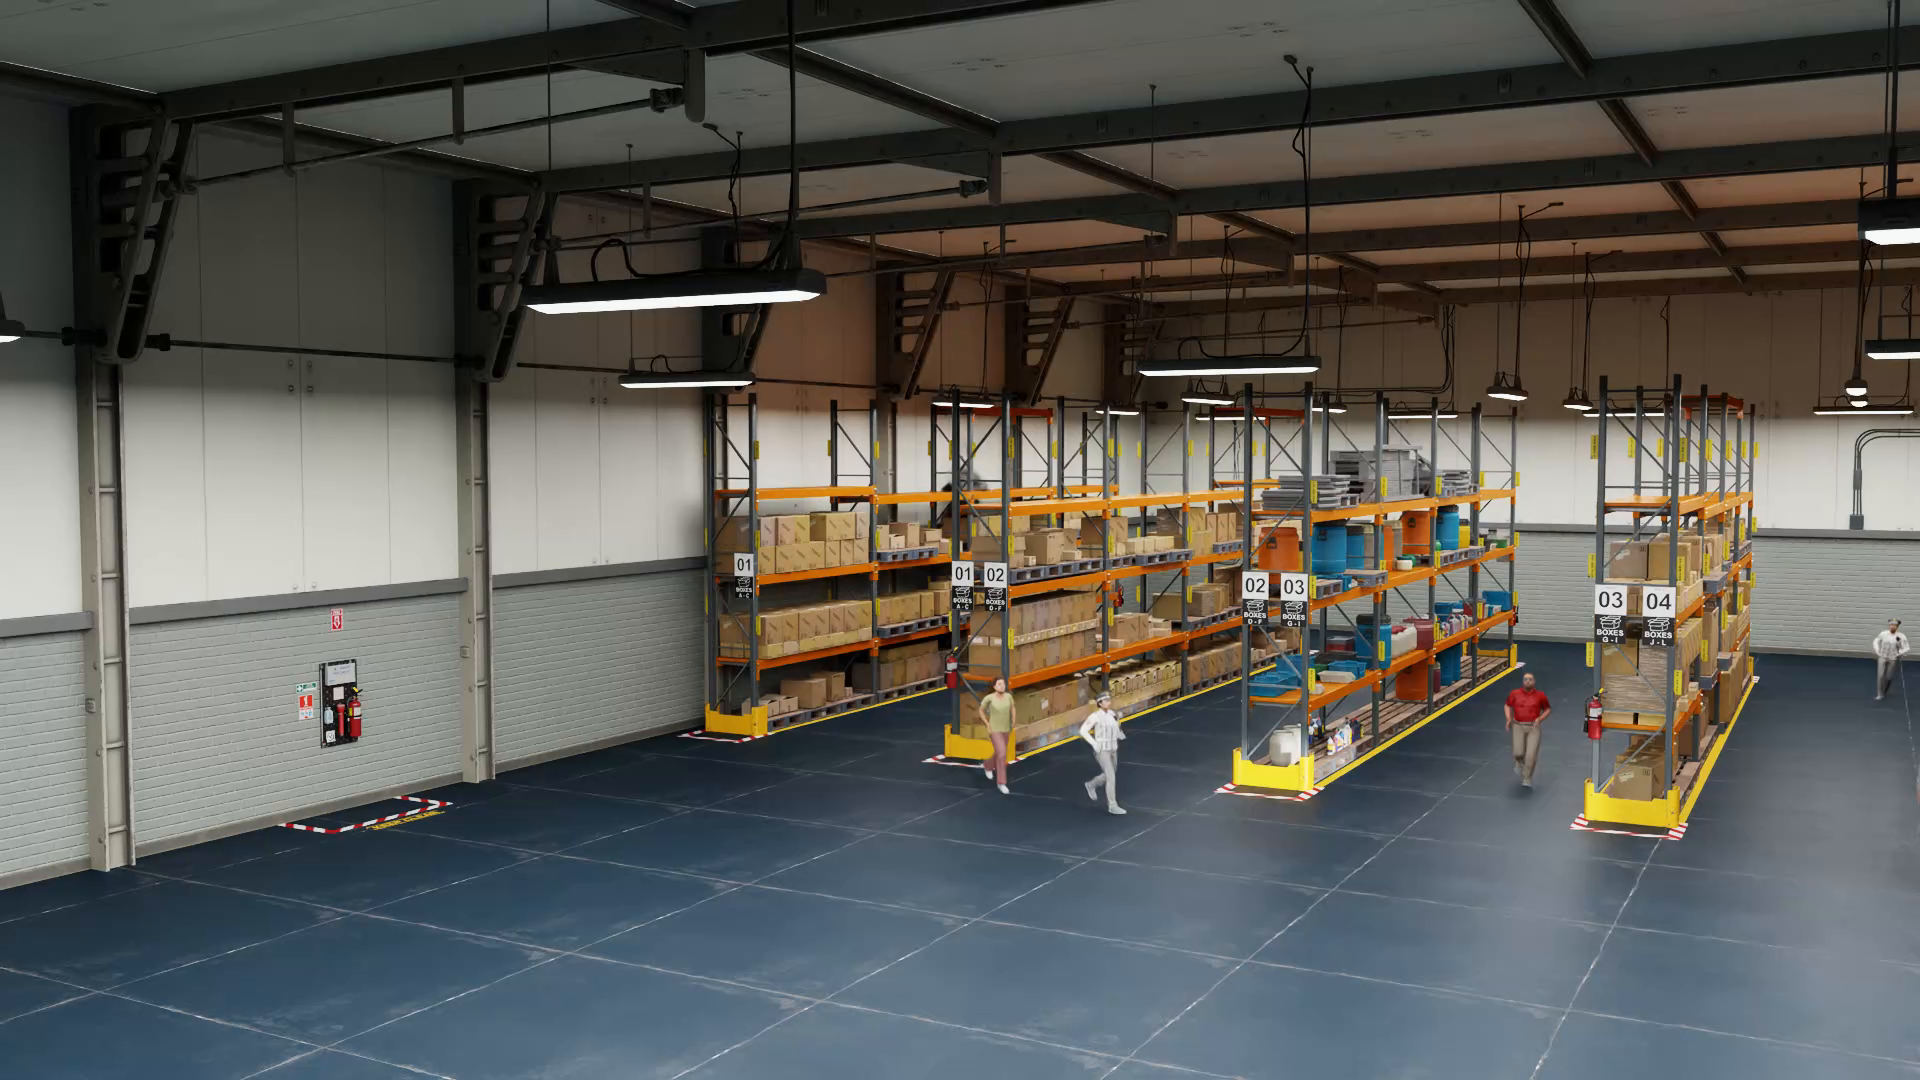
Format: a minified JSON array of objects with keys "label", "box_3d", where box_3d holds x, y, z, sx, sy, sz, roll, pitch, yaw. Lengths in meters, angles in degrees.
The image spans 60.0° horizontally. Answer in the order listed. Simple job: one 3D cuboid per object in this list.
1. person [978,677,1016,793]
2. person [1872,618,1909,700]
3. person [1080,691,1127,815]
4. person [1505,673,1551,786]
[{"label":"person","box_3d":[0.551,2.840,24.605,0.575,1.684,0.824,-2,3,-28]},{"label":"person","box_3d":[18.732,2.389,33.480,0.657,1.654,0.649,2,4,38]},{"label":"person","box_3d":[1.999,2.914,23.026,0.624,1.668,0.843,-3,4,-40]},{"label":"person","box_3d":[8.478,2.822,24.856,0.663,1.676,0.600,1,3,21]}]
